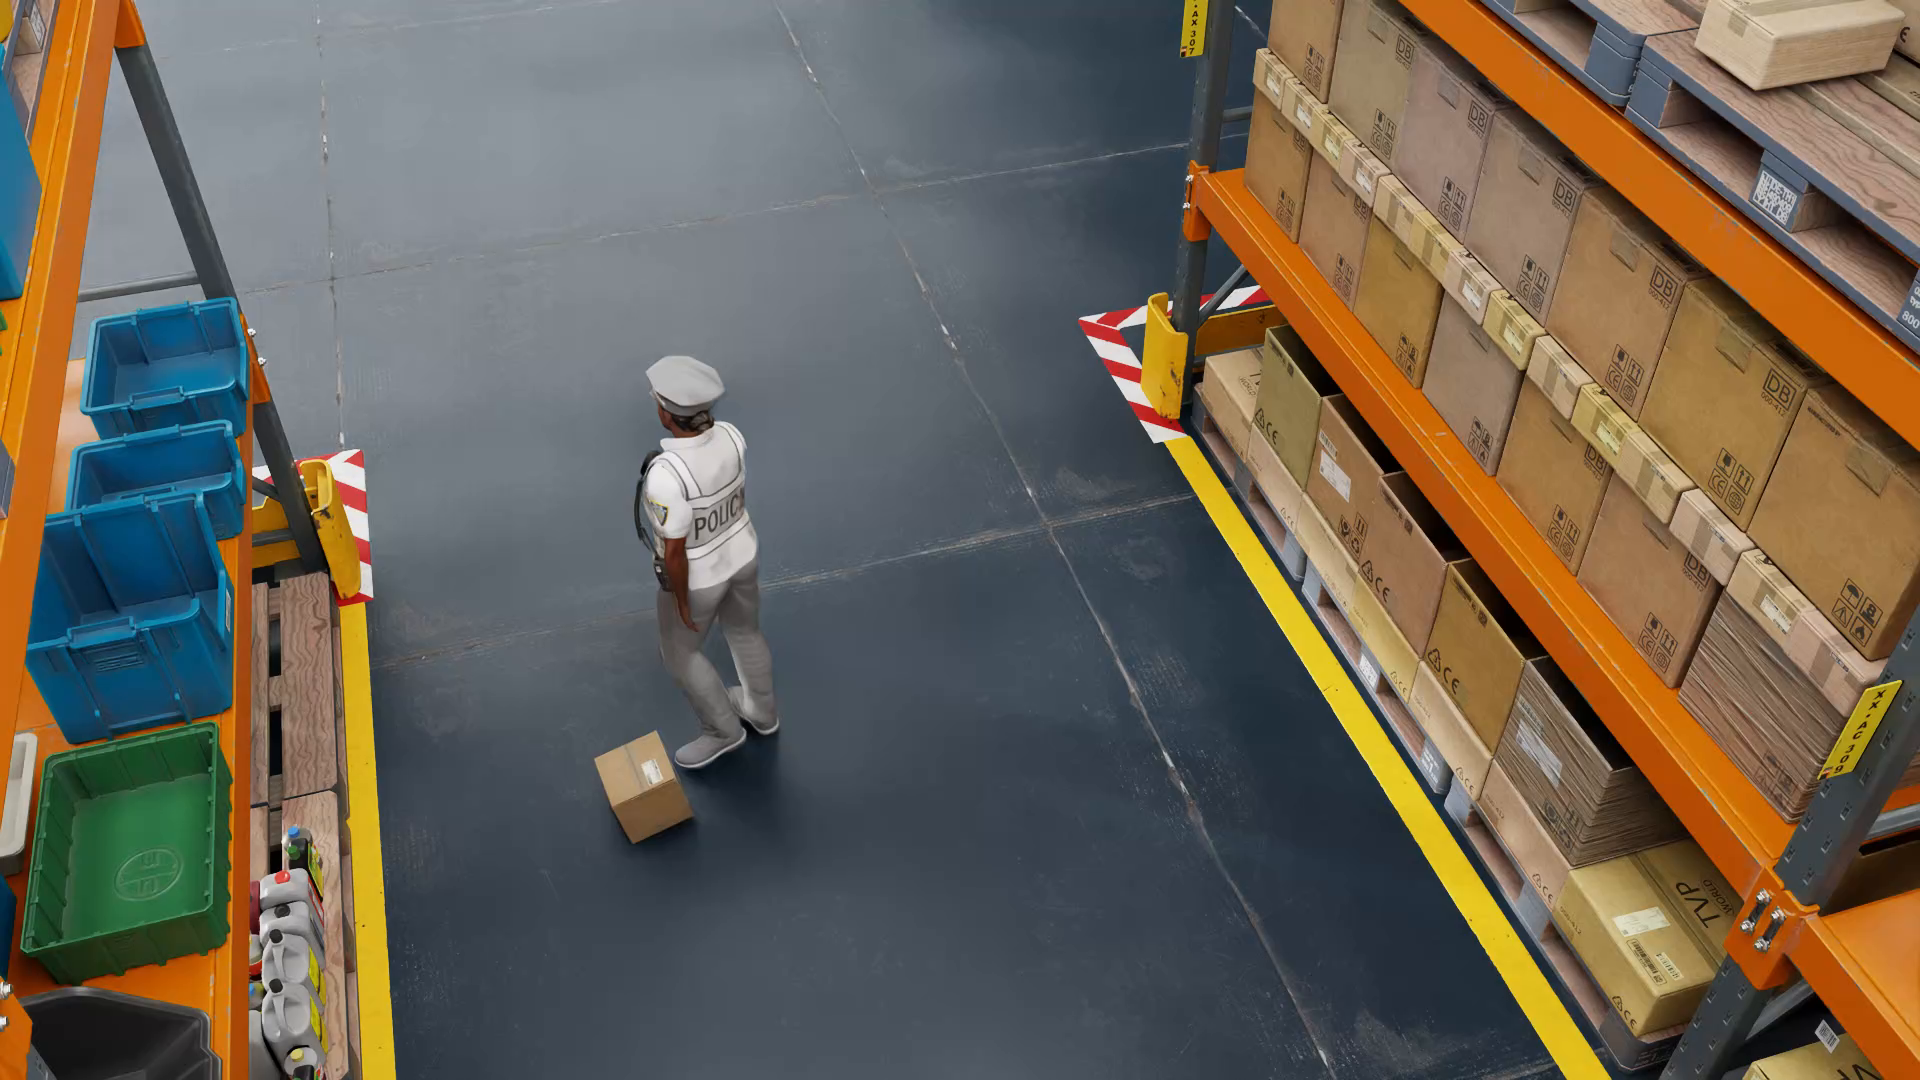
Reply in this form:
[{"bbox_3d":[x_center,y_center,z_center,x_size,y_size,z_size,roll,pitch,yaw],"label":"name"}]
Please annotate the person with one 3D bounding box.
[{"bbox_3d":[-0.927,0.123,6.026,0.392,1.671,0.523,28,49,27],"label":"person"}]
